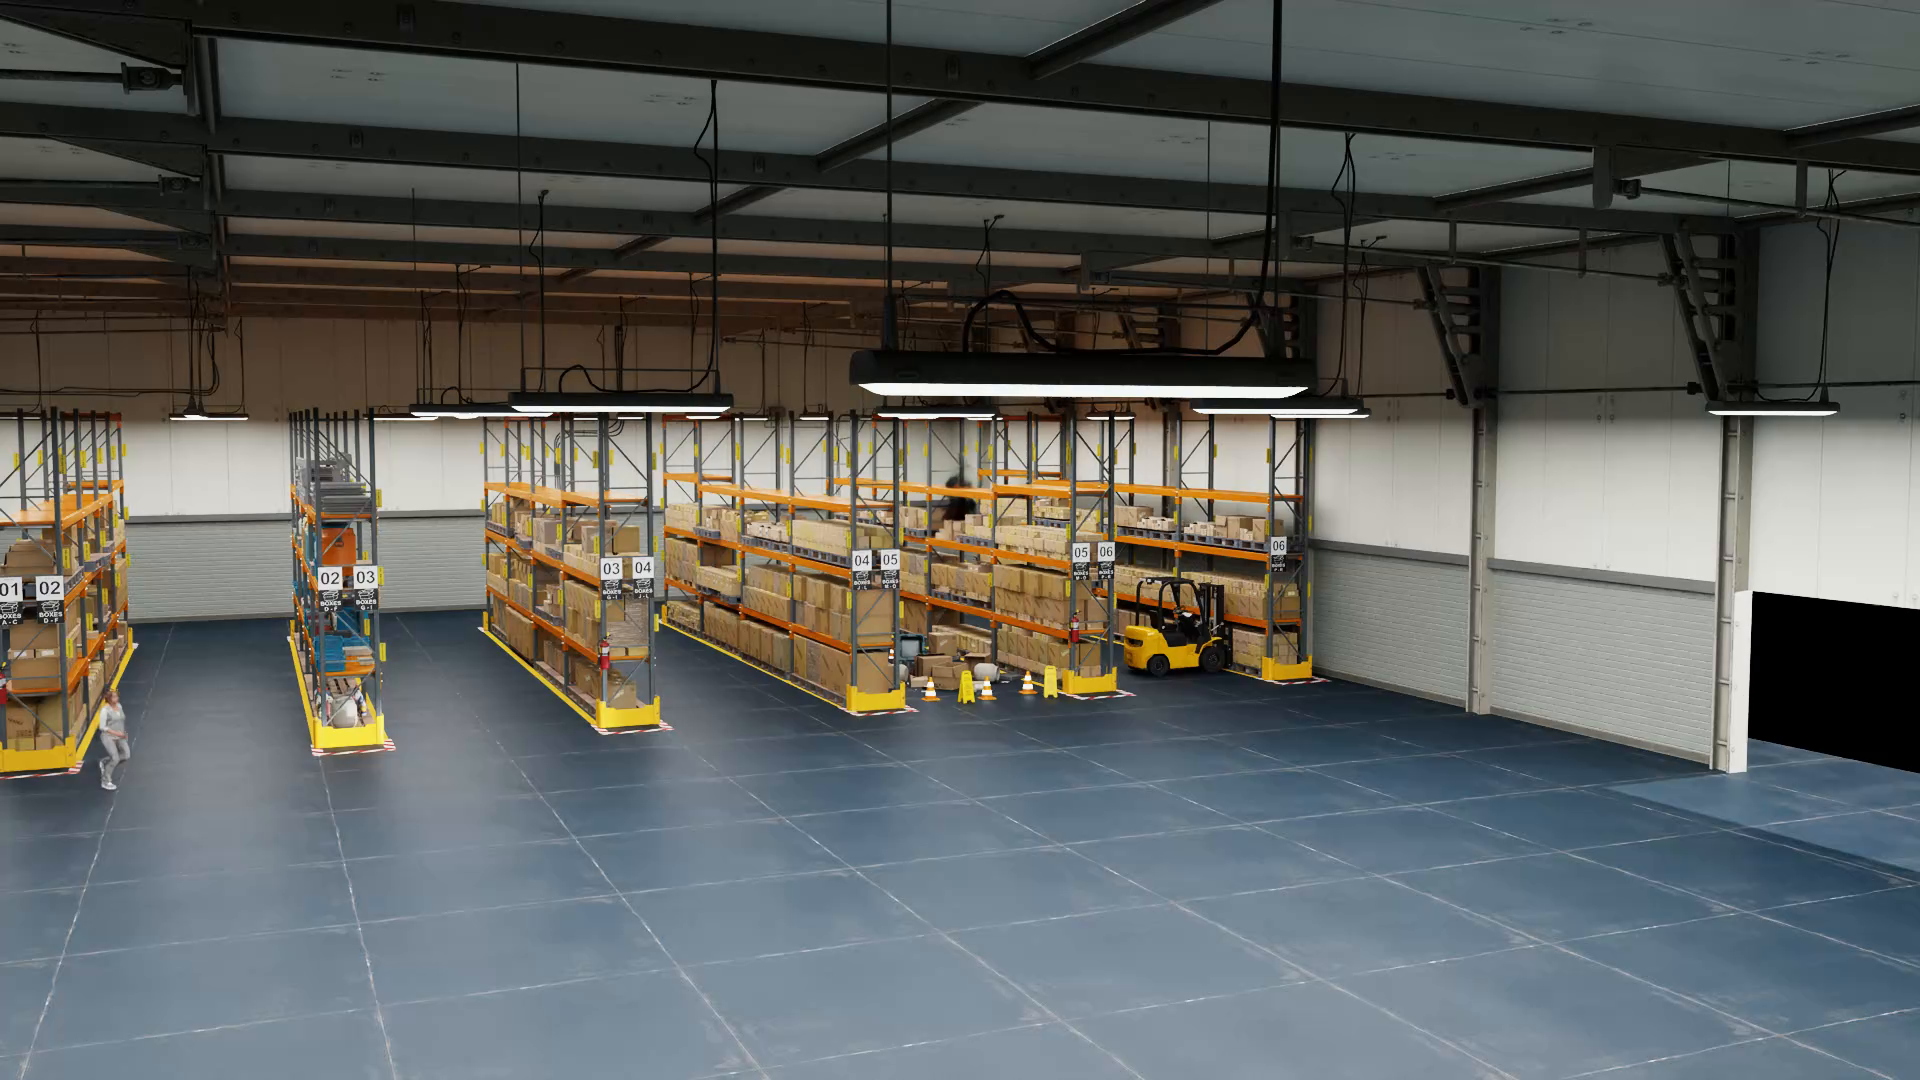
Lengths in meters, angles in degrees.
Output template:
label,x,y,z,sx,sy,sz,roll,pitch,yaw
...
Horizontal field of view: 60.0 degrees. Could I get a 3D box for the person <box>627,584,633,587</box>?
label,x,y,z,sx,sy,sz,roll,pitch,yaw
person,-8.922,1.759,45.785,0.581,1.583,0.719,-1,4,-12

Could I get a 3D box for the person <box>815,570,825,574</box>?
label,x,y,z,sx,sy,sz,roll,pitch,yaw
person,-4.226,1.326,51.164,0.886,1.661,0.618,-1,4,-15

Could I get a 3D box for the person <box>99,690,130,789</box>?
label,x,y,z,sx,sy,sz,roll,pitch,yaw
person,-13.284,3.125,26.109,0.603,1.559,0.566,1,4,14
